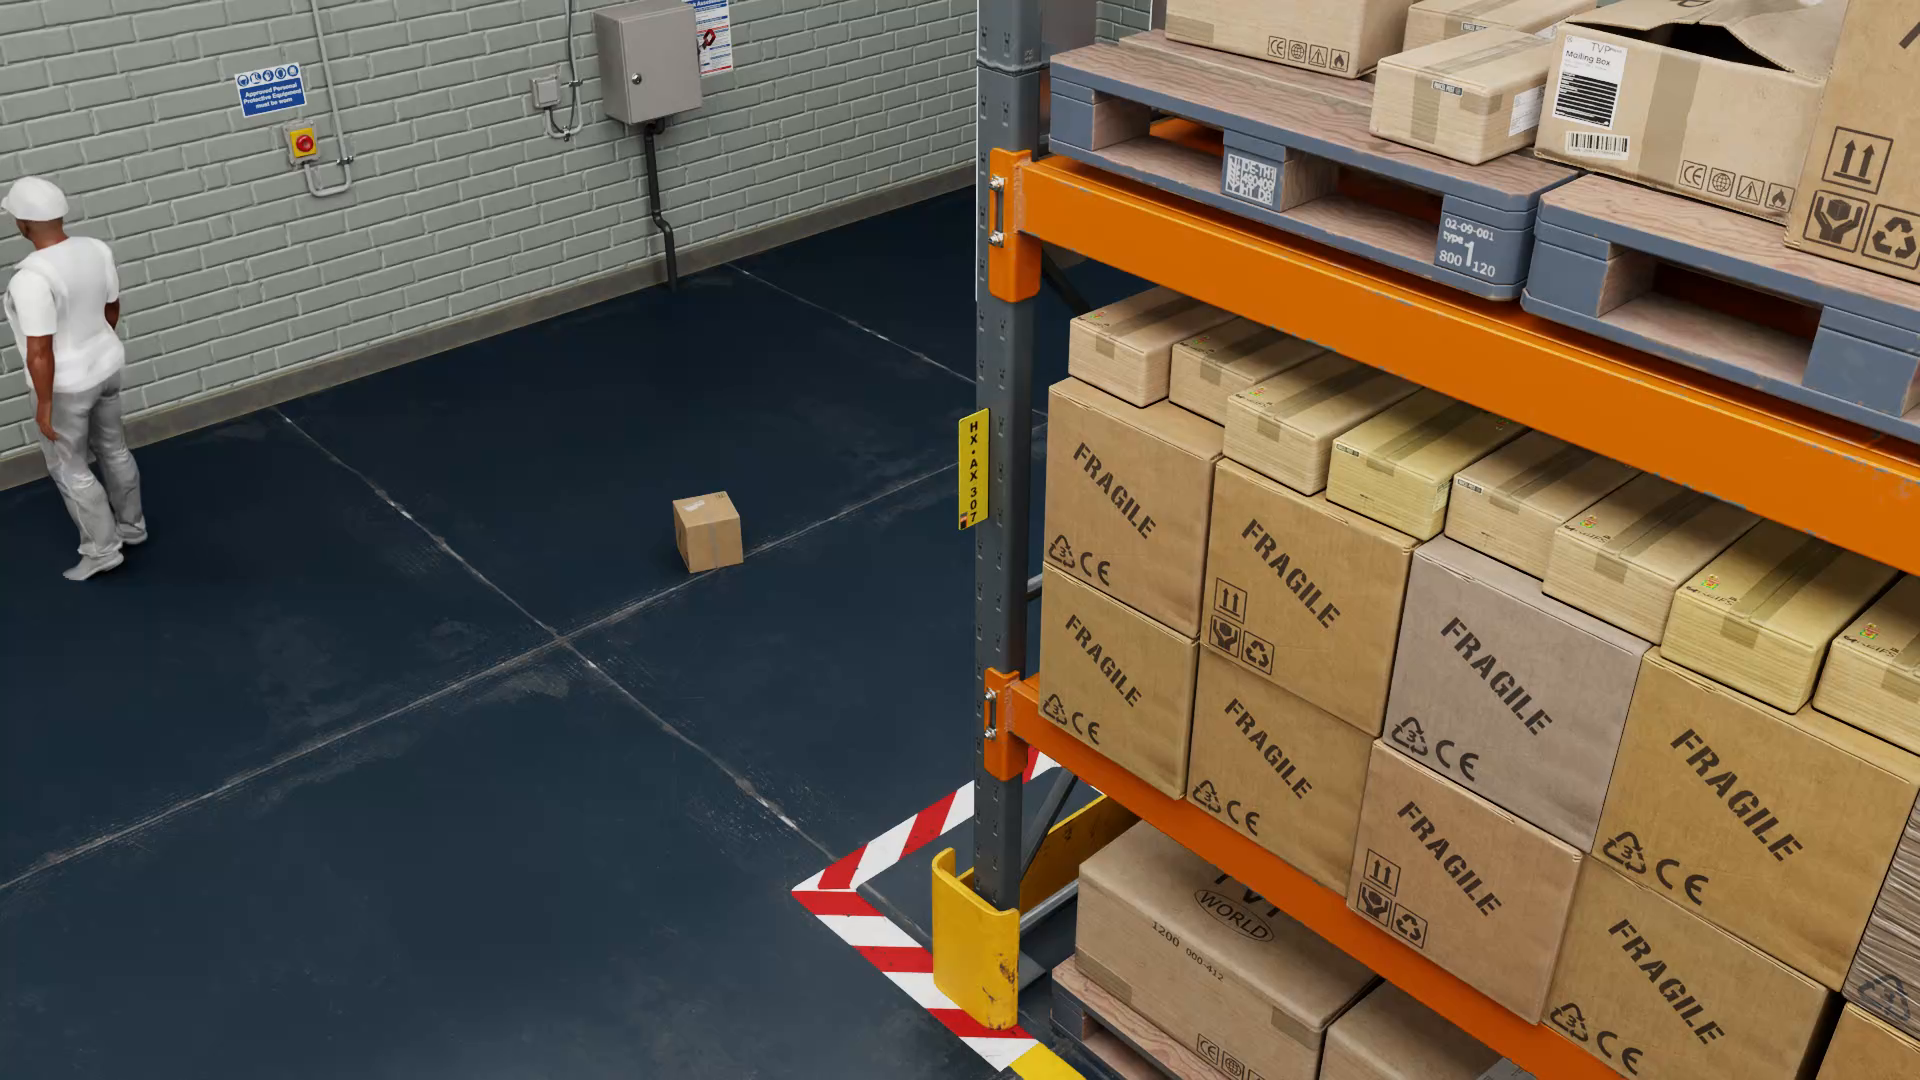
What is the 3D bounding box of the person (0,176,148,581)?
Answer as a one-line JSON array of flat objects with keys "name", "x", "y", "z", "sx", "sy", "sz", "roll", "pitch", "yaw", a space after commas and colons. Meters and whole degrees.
[{"name": "person", "x": -3.872, "y": -0.692, "z": 7.239, "sx": 0.468, "sy": 1.830, "sz": 0.617, "roll": 6, "pitch": 32, "yaw": 10}]
